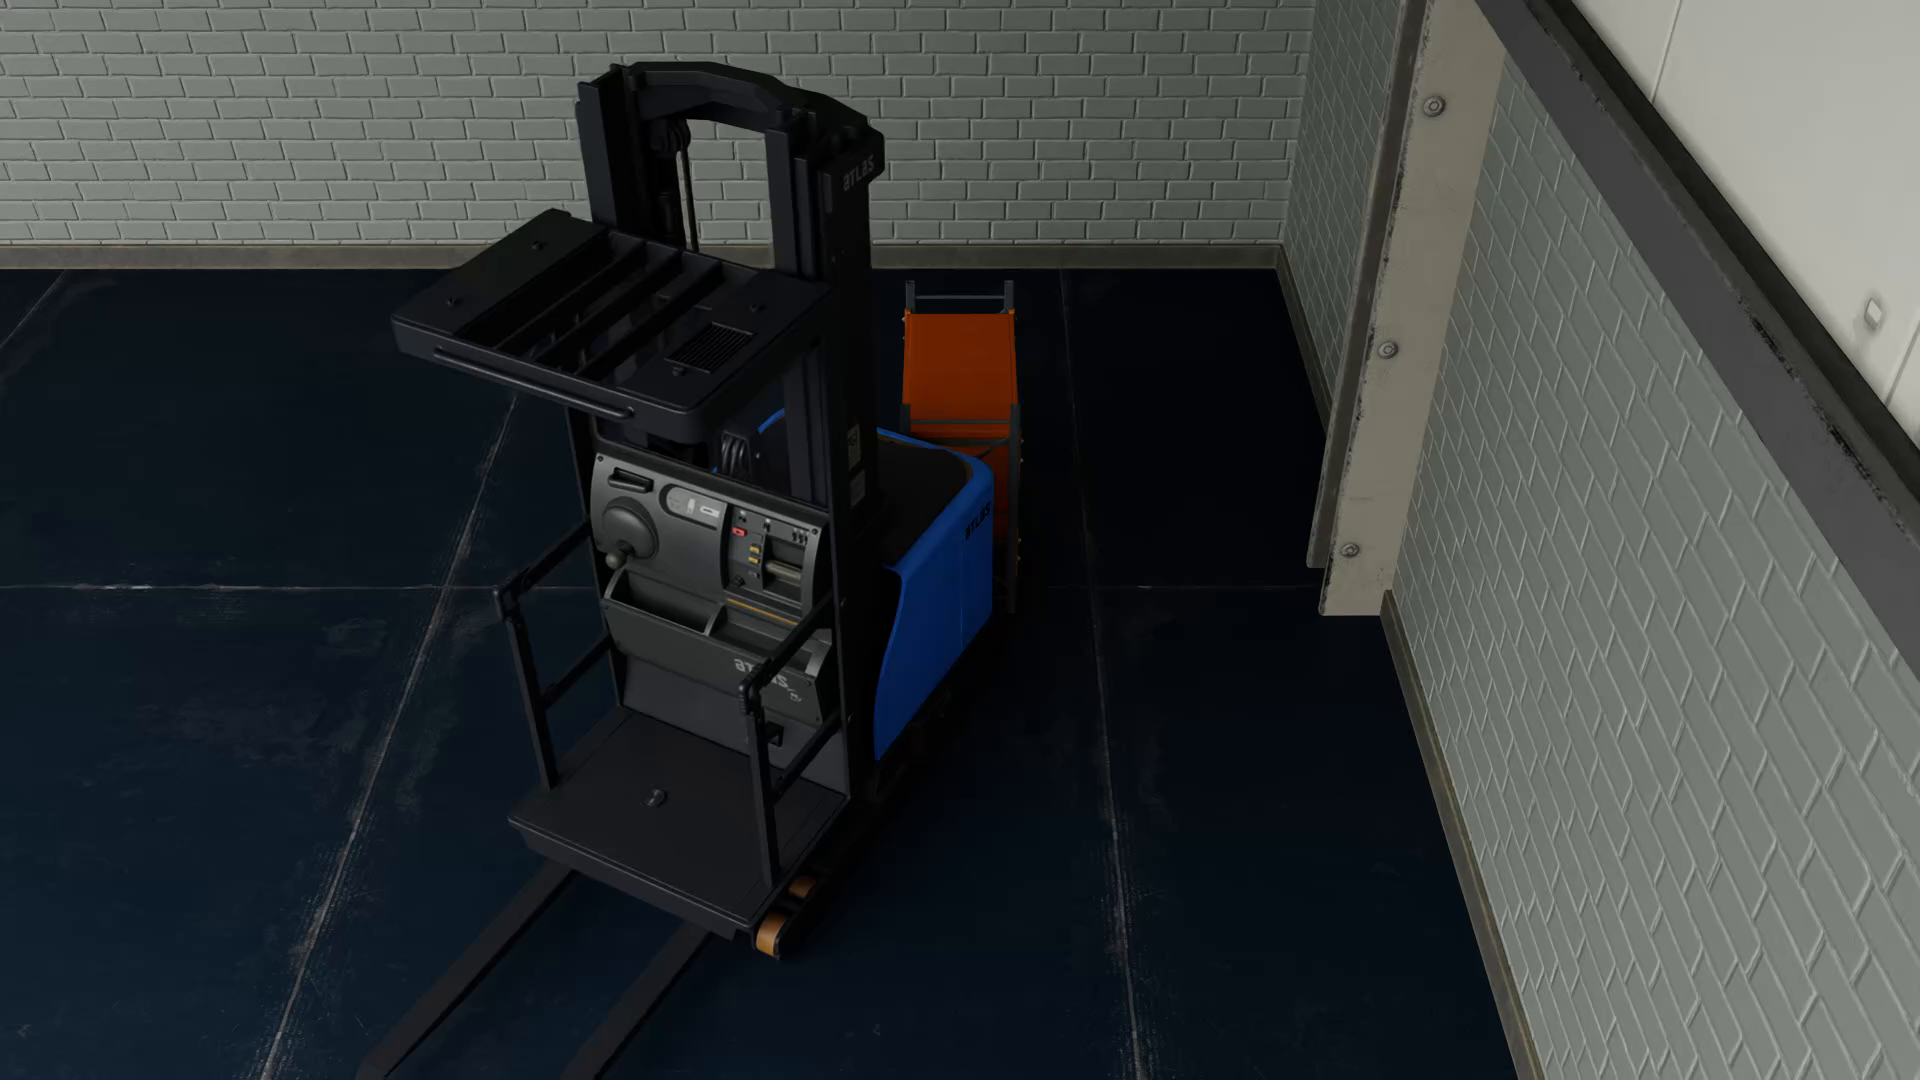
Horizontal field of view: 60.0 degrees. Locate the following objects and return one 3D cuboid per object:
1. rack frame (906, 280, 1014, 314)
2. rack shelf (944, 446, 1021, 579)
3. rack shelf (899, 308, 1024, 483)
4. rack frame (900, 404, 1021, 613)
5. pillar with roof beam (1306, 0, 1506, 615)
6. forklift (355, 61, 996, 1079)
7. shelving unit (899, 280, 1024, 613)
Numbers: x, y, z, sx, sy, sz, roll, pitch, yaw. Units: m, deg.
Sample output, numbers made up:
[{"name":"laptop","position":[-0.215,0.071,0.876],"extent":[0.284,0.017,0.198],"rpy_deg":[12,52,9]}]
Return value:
[{"name":"rack frame","position":[-0.001,-0.753,8.035],"extent":[0.500,1.125,0.032],"rpy_deg":[0,39,0]},{"name":"rack shelf","position":[0.000,-0.244,7.791],"extent":[0.538,0.278,1.000],"rpy_deg":[0,39,0]},{"name":"rack shelf","position":[0.000,-0.663,7.455],"extent":[0.538,0.278,1.000],"rpy_deg":[0,39,0]},{"name":"rack frame","position":[0.001,-0.117,7.242],"extent":[0.500,1.125,0.032],"rpy_deg":[0,39,0]},{"name":"pillar with roof beam","position":[-2.513,-3.291,4.906],"extent":[9.100,9.000,0.400],"rpy_deg":[0,39,0]},{"name":"forklift","position":[-0.980,0.057,5.581],"extent":[1.130,2.935,3.031],"rpy_deg":[18,42,21]},{"name":"shelving unit","position":[0.000,-0.435,7.638],"extent":[0.538,1.125,1.048],"rpy_deg":[0,39,0]}]
